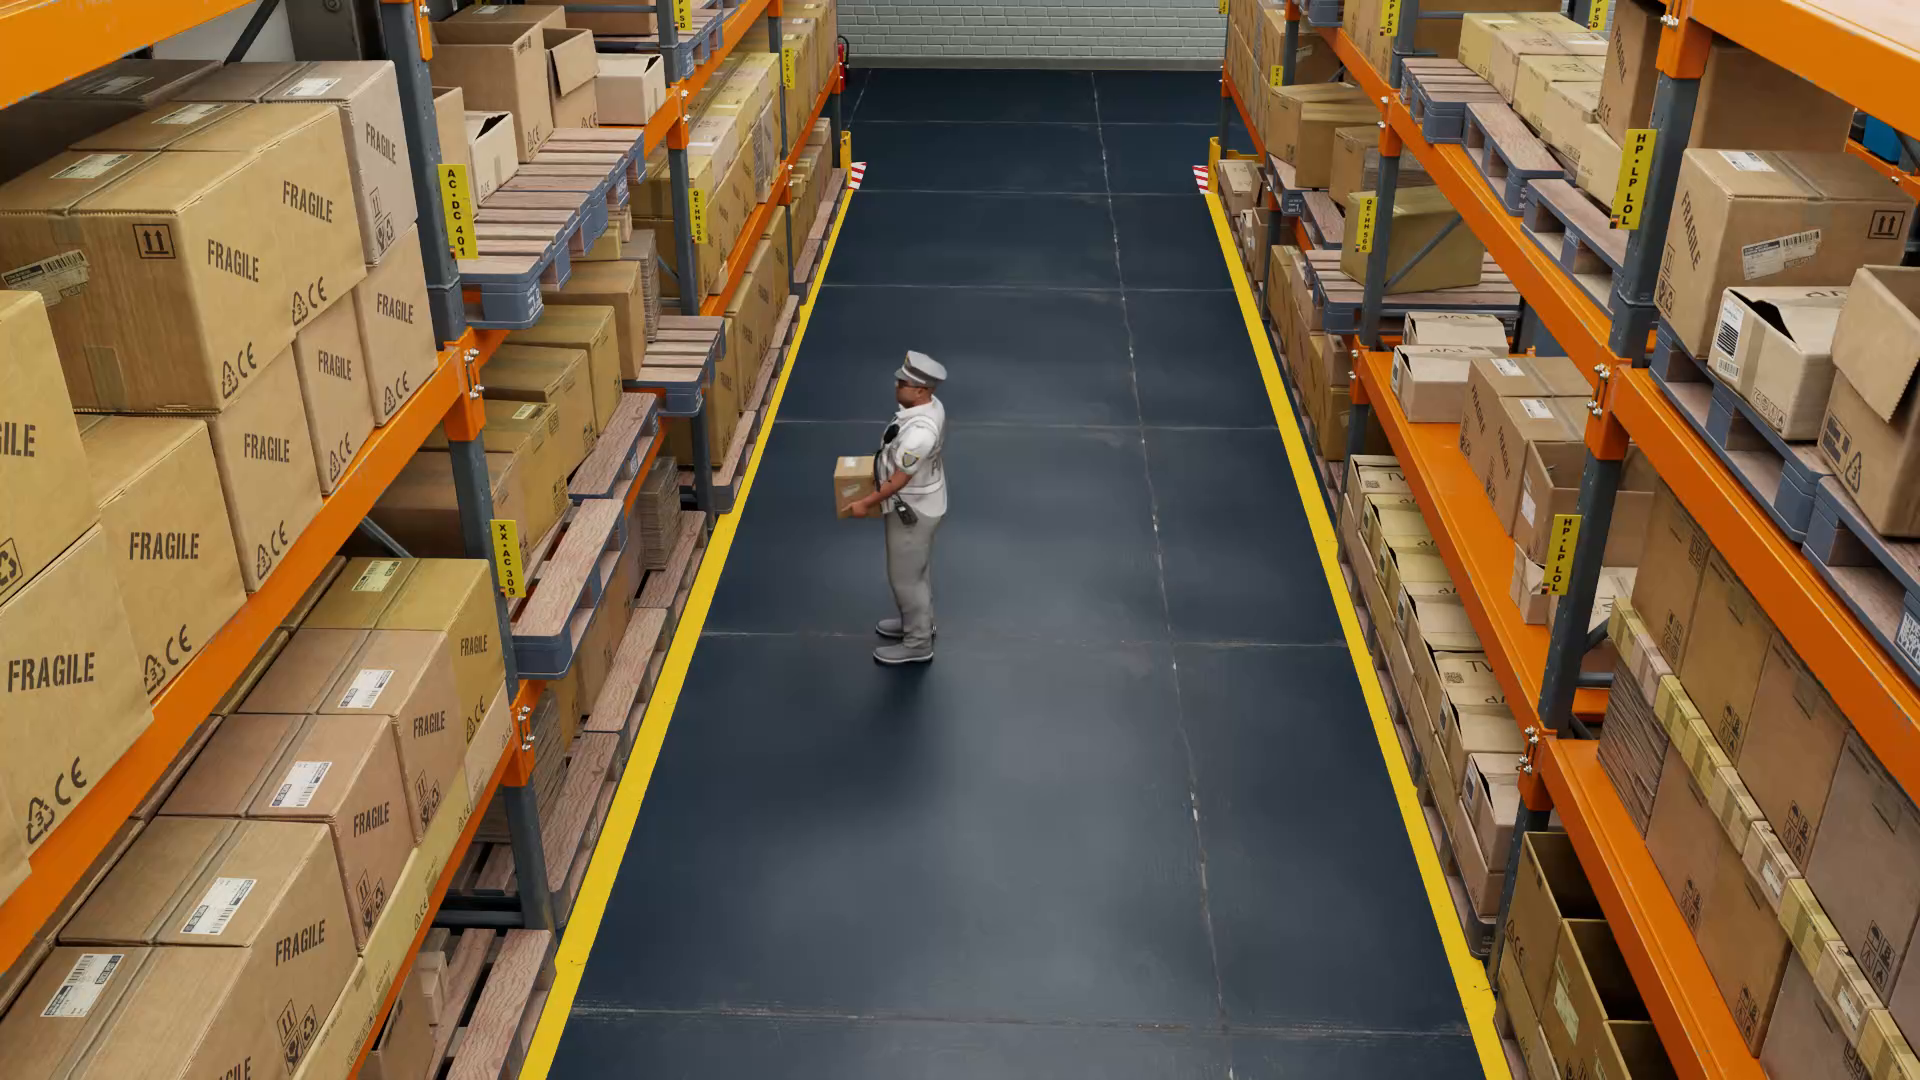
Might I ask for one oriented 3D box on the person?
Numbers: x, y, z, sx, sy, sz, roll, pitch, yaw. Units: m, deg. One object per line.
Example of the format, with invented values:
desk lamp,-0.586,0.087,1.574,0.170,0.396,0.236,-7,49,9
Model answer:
person,-0.344,-0.180,8.923,0.557,1.778,0.501,1,28,1
